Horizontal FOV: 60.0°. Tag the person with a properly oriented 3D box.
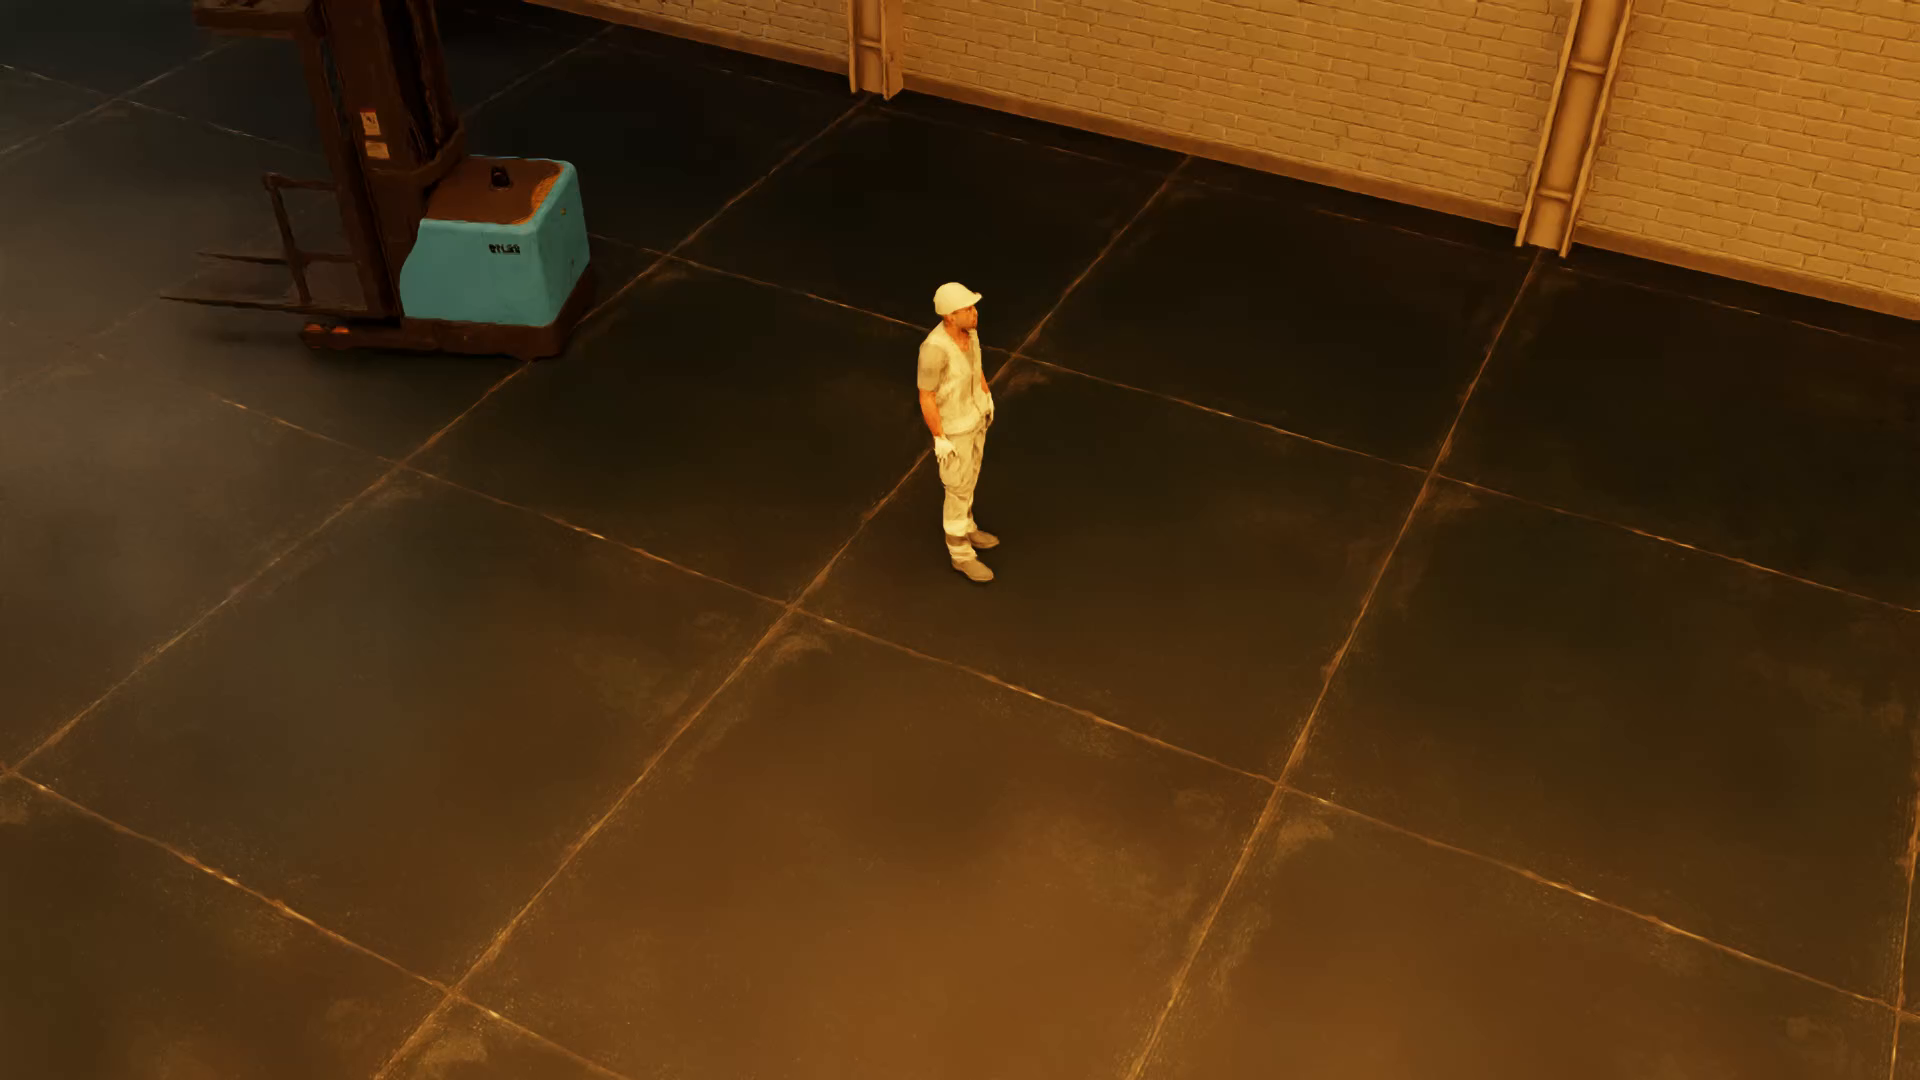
[{"bbox_3d":[0.066,-0.658,9.647,0.563,1.783,0.637,18,43,21],"label":"person"}]

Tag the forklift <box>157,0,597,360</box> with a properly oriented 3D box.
[{"bbox_3d":[-4.262,-2.809,11.322,3.031,2.935,1.130,5,40,6],"label":"forklift"}]
